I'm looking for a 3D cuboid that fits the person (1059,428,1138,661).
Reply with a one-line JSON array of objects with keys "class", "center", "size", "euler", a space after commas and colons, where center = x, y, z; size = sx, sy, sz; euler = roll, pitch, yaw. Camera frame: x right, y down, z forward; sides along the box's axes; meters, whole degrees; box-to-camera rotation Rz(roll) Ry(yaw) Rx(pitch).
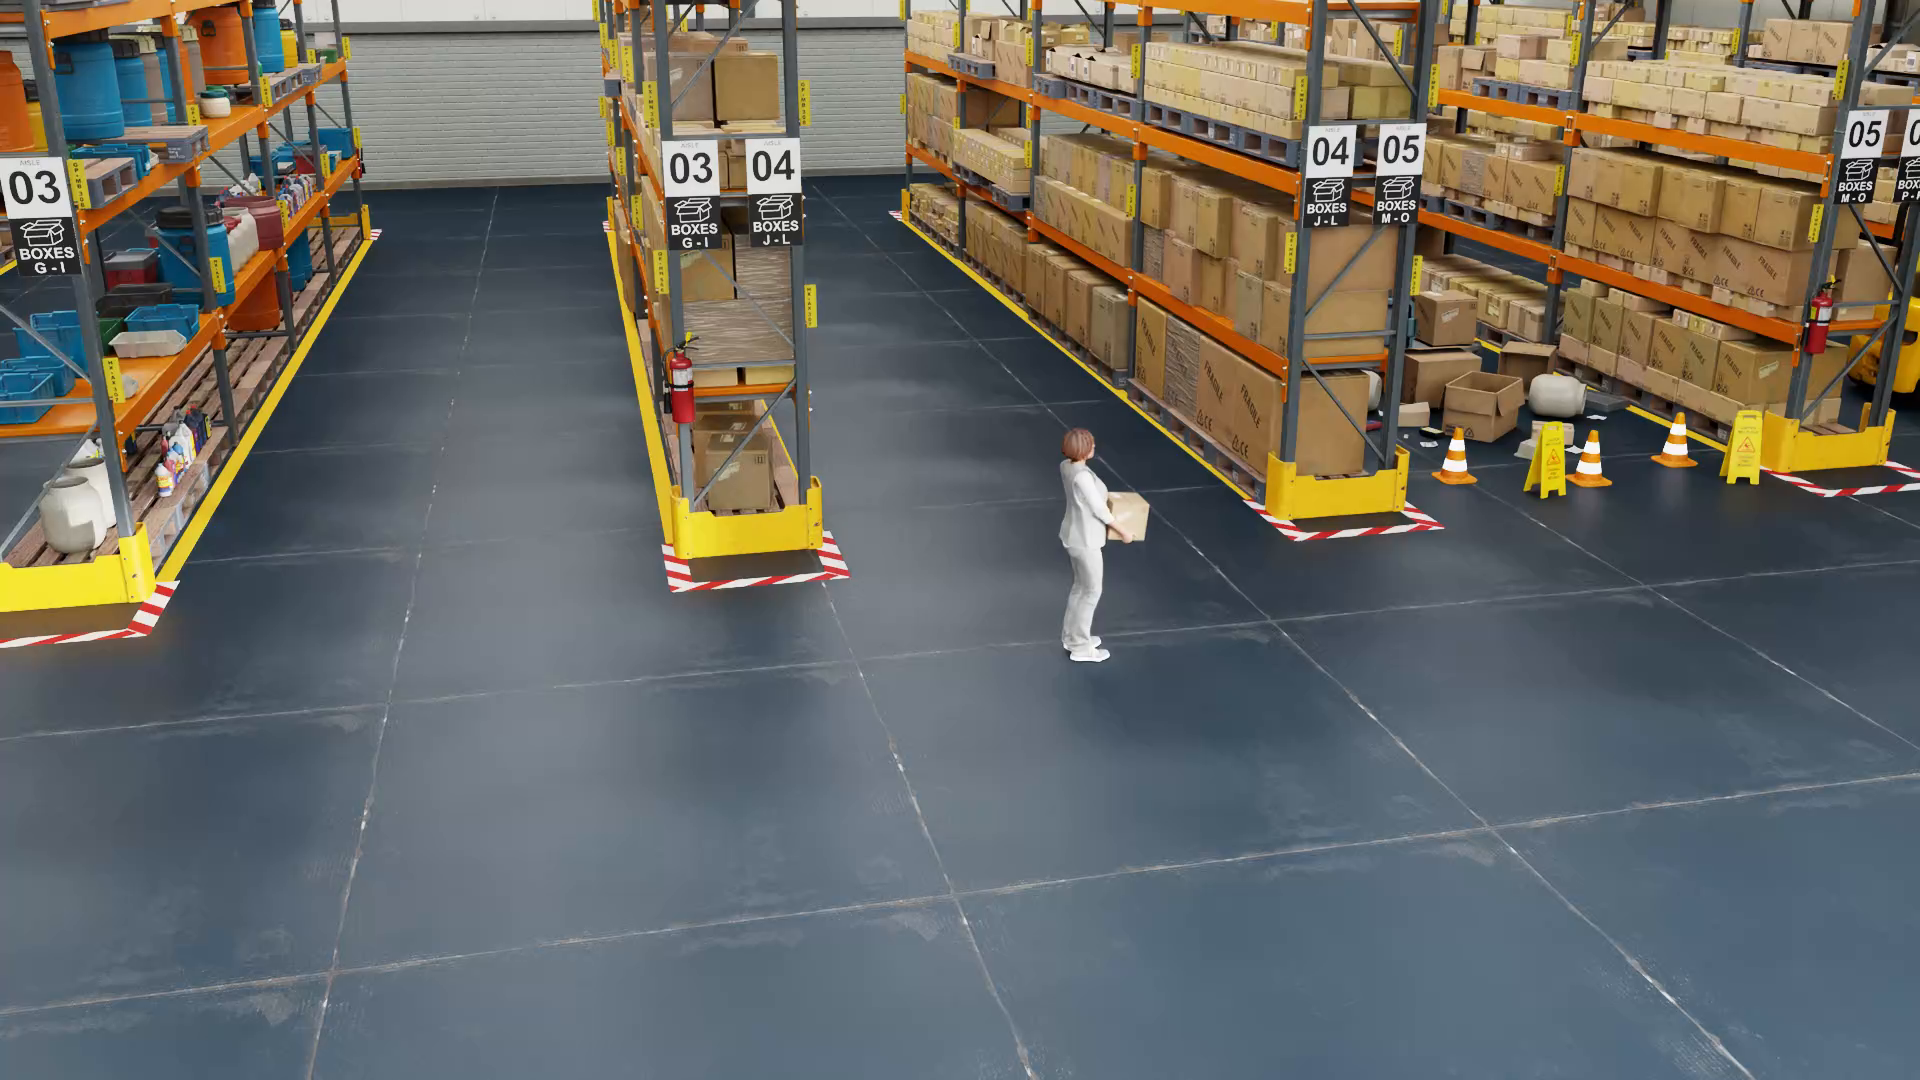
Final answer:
[{"class": "person", "center": [0.902, 0.018, 11.051], "size": [0.492, 1.586, 0.406], "euler": [-4, 20, -12]}]
